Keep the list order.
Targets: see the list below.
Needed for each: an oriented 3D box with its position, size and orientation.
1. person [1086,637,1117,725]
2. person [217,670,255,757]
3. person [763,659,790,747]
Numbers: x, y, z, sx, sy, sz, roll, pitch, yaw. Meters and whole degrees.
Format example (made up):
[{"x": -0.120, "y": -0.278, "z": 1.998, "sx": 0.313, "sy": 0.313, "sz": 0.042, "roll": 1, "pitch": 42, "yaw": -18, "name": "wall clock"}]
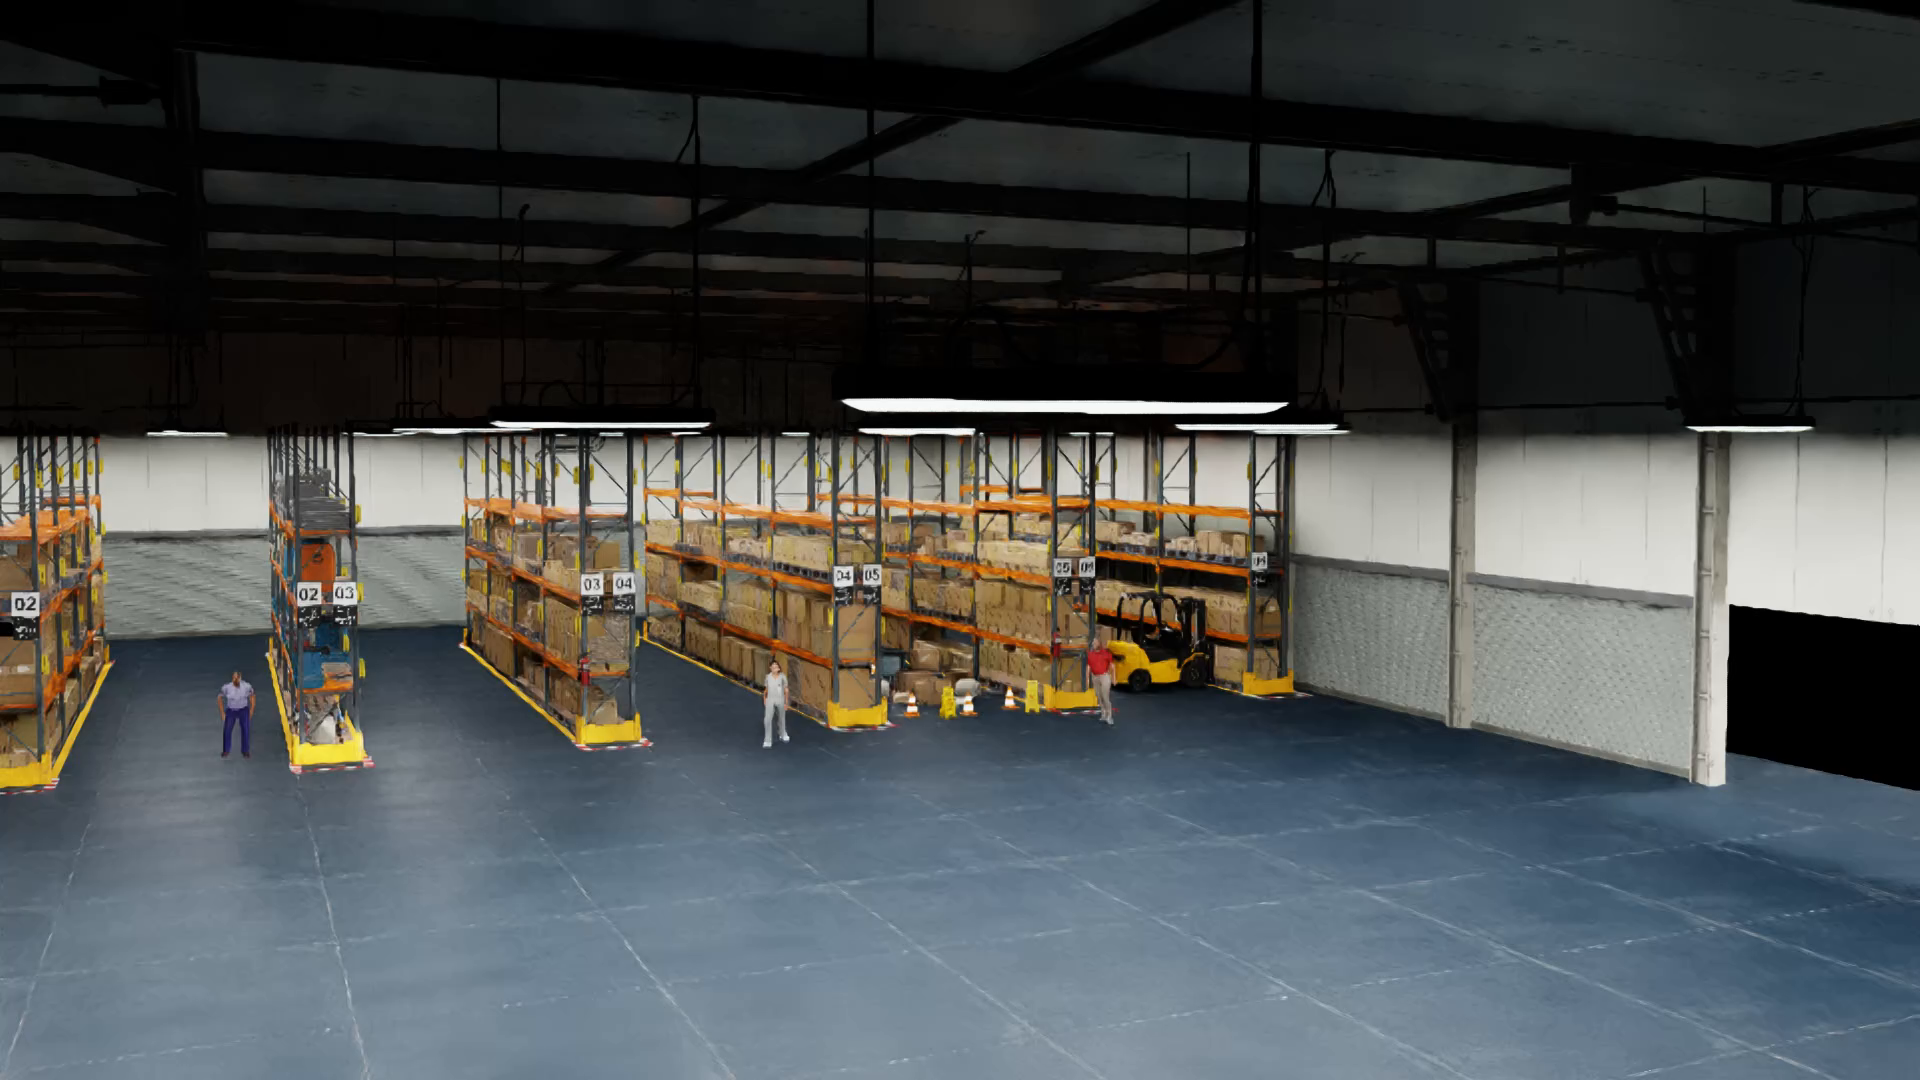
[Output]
[{"x": 2.866, "y": 2.817, "z": 33.526, "sx": 0.651, "sy": 1.728, "sz": 0.489, "roll": 2, "pitch": 4, "yaw": 33, "name": "person"}, {"x": -12.987, "y": 3.108, "z": 29.860, "sx": 0.625, "sy": 1.596, "sz": 0.517, "roll": -2, "pitch": 4, "yaw": -26, "name": "person"}, {"x": -3.433, "y": 3.020, "z": 31.043, "sx": 0.477, "sy": 1.617, "sz": 0.958, "roll": 0, "pitch": 3, "yaw": -2, "name": "person"}]
